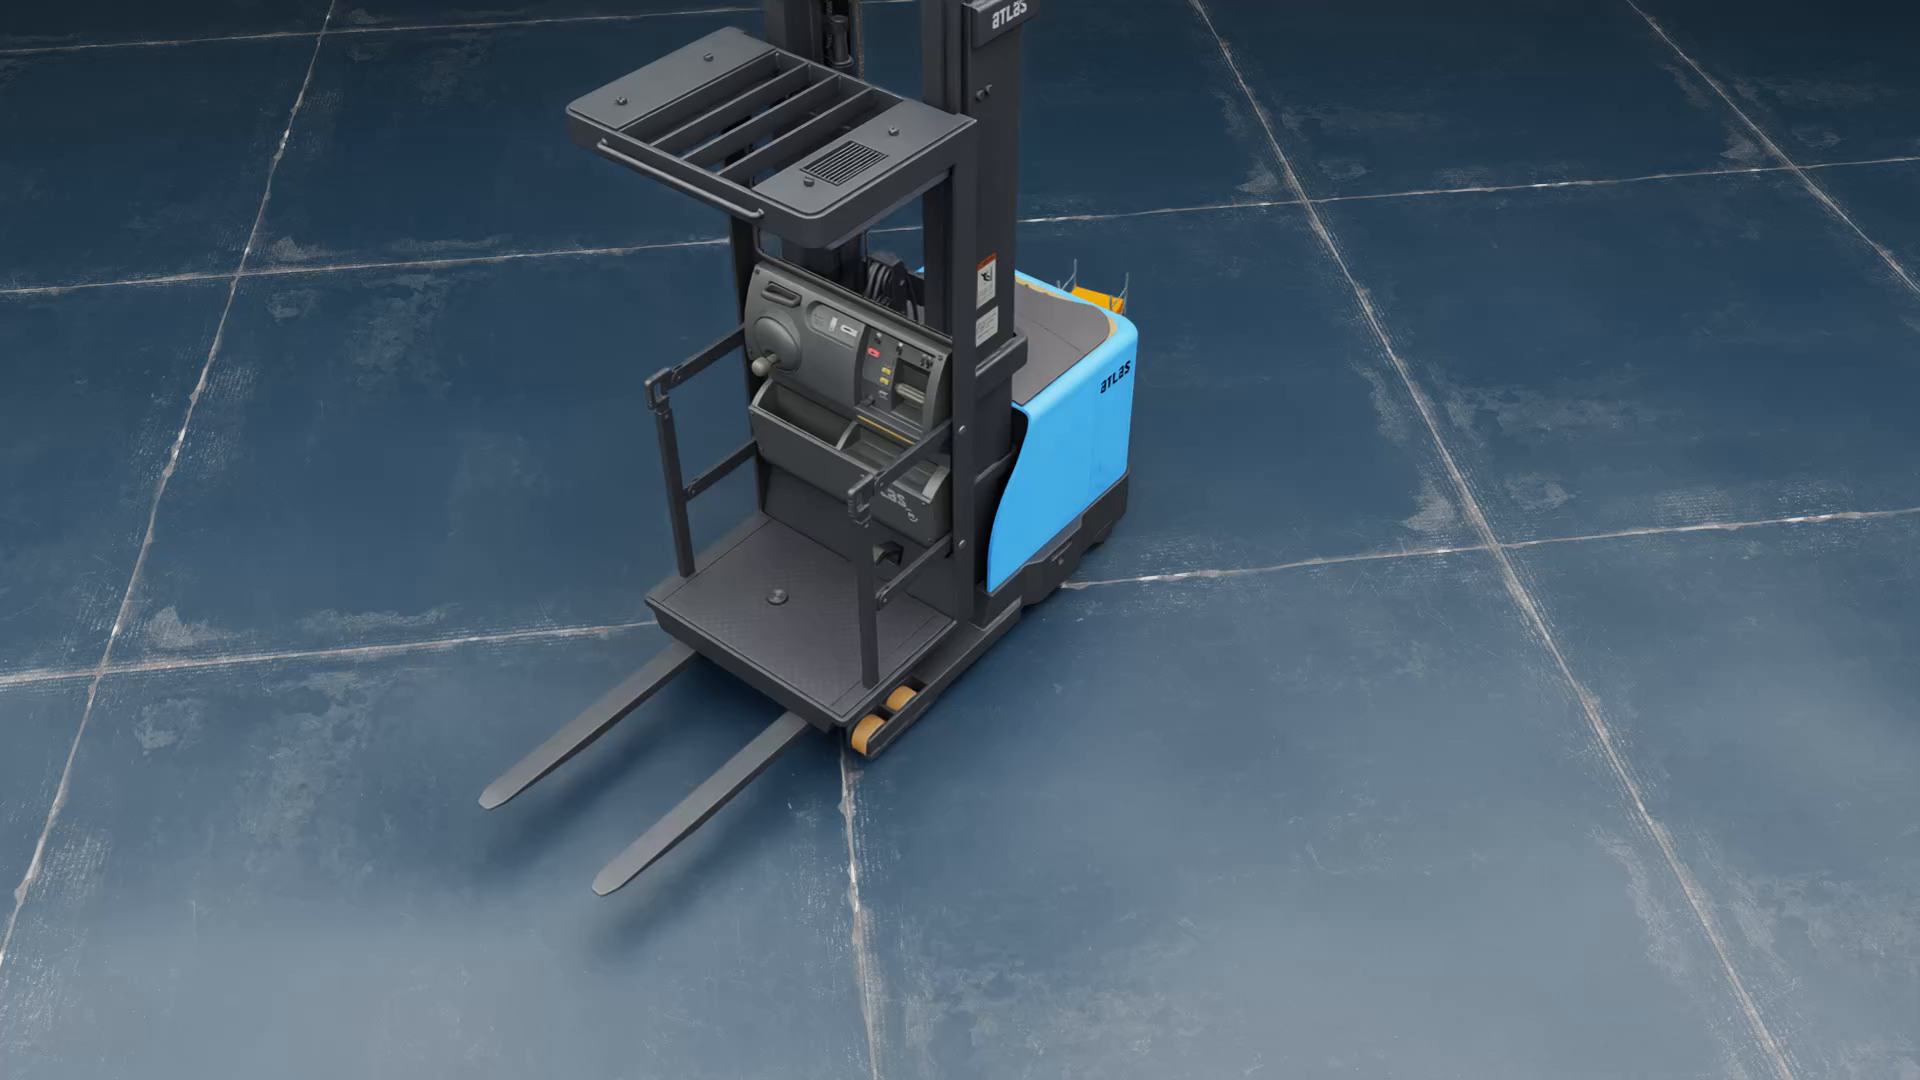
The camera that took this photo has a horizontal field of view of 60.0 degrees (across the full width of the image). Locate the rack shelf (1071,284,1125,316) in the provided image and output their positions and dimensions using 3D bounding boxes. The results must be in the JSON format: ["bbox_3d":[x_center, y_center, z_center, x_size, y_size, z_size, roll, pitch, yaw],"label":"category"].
[{"bbox_3d":[0.572,-0.942,7.318,0.240,0.259,0.215,18,45,19],"label":"rack shelf"}]

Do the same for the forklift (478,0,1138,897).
[{"bbox_3d":[-0.560,-0.619,5.963,1.130,2.935,3.031,28,49,28],"label":"forklift"}]

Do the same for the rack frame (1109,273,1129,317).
[{"bbox_3d":[0.681,-0.703,7.461,0.008,1.050,0.200,18,45,19],"label":"rack frame"}]

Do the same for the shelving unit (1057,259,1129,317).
[{"bbox_3d":[0.572,-0.740,7.501,0.252,1.050,0.215,18,45,19],"label":"shelving unit"}]

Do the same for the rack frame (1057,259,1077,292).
[{"bbox_3d":[0.463,-0.776,7.541,0.008,1.050,0.200,18,45,19],"label":"rack frame"}]
